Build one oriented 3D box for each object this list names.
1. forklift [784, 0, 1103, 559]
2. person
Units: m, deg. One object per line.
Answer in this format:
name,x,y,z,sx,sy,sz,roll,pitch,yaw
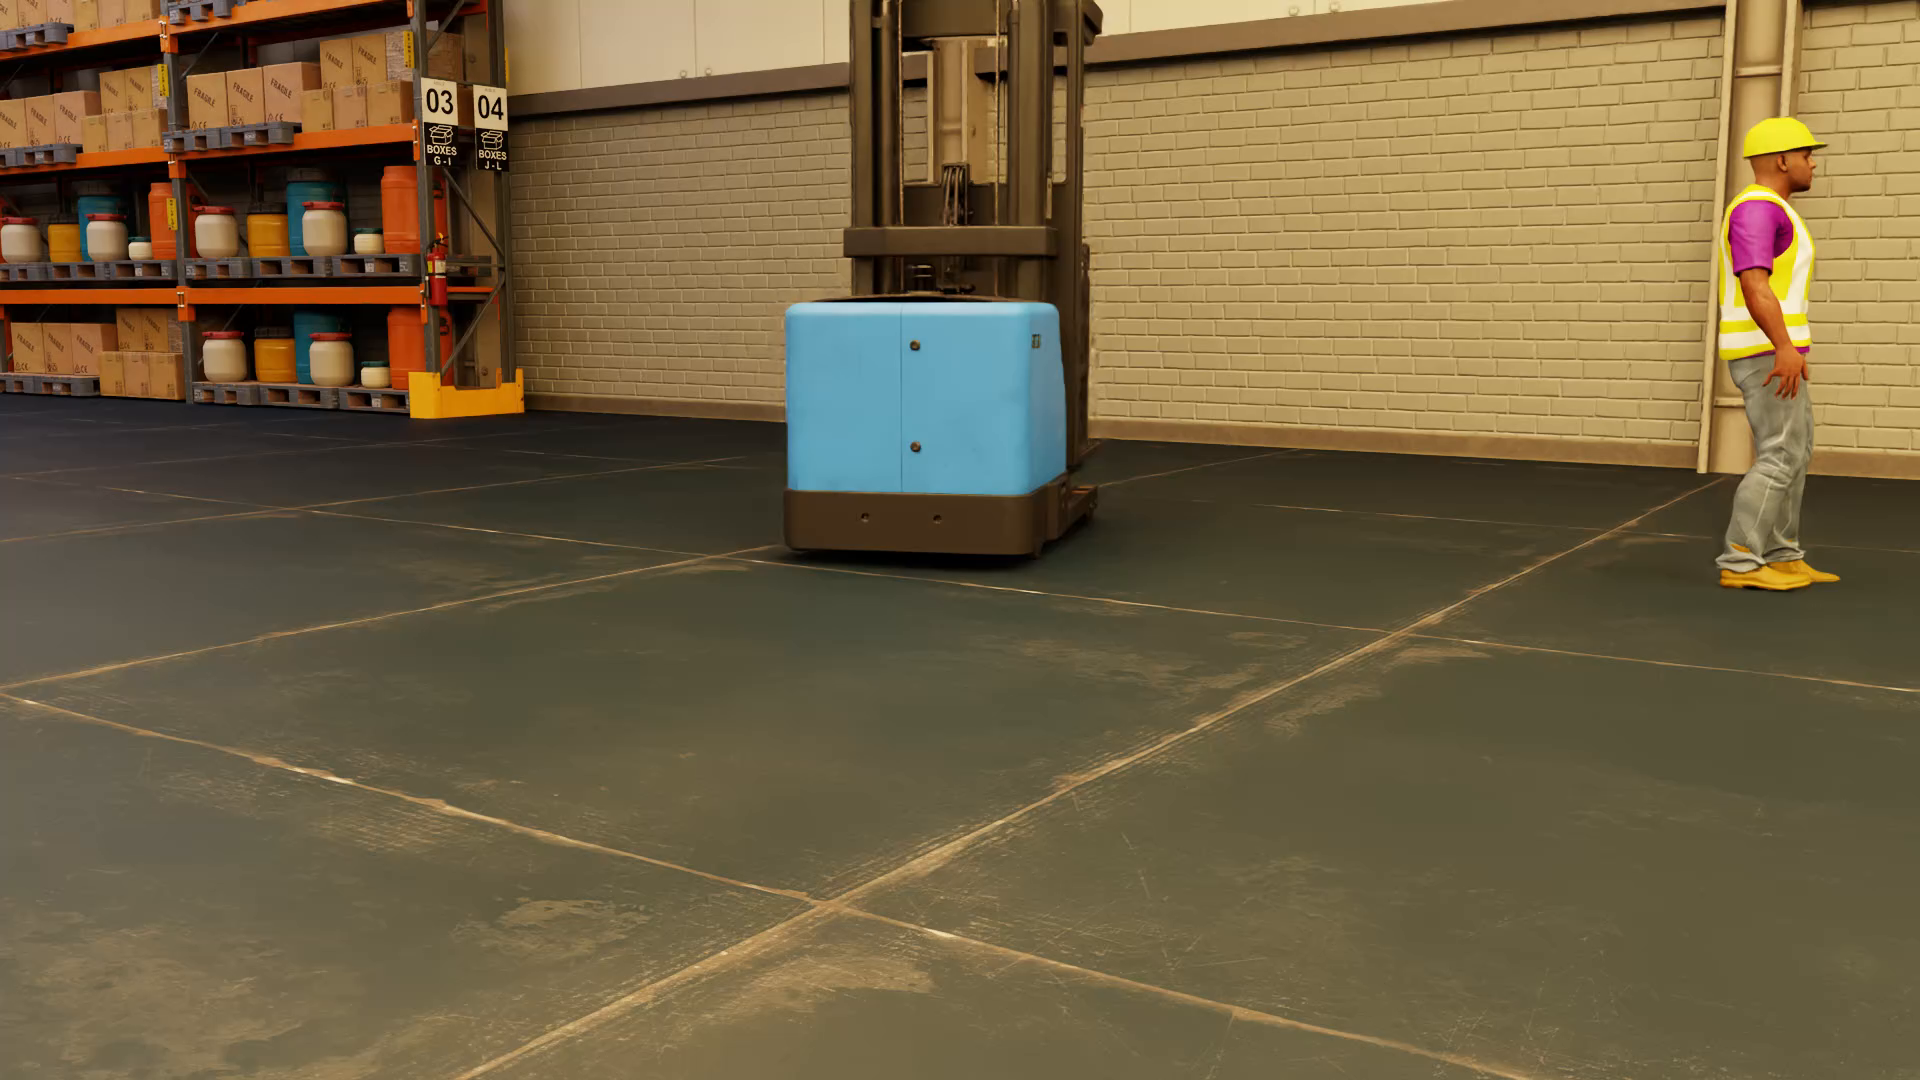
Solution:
forklift,0.081,-1.539,8.018,1.130,2.935,3.031,2,8,12
person,3.126,-0.687,6.293,0.512,1.786,0.658,3,9,23
